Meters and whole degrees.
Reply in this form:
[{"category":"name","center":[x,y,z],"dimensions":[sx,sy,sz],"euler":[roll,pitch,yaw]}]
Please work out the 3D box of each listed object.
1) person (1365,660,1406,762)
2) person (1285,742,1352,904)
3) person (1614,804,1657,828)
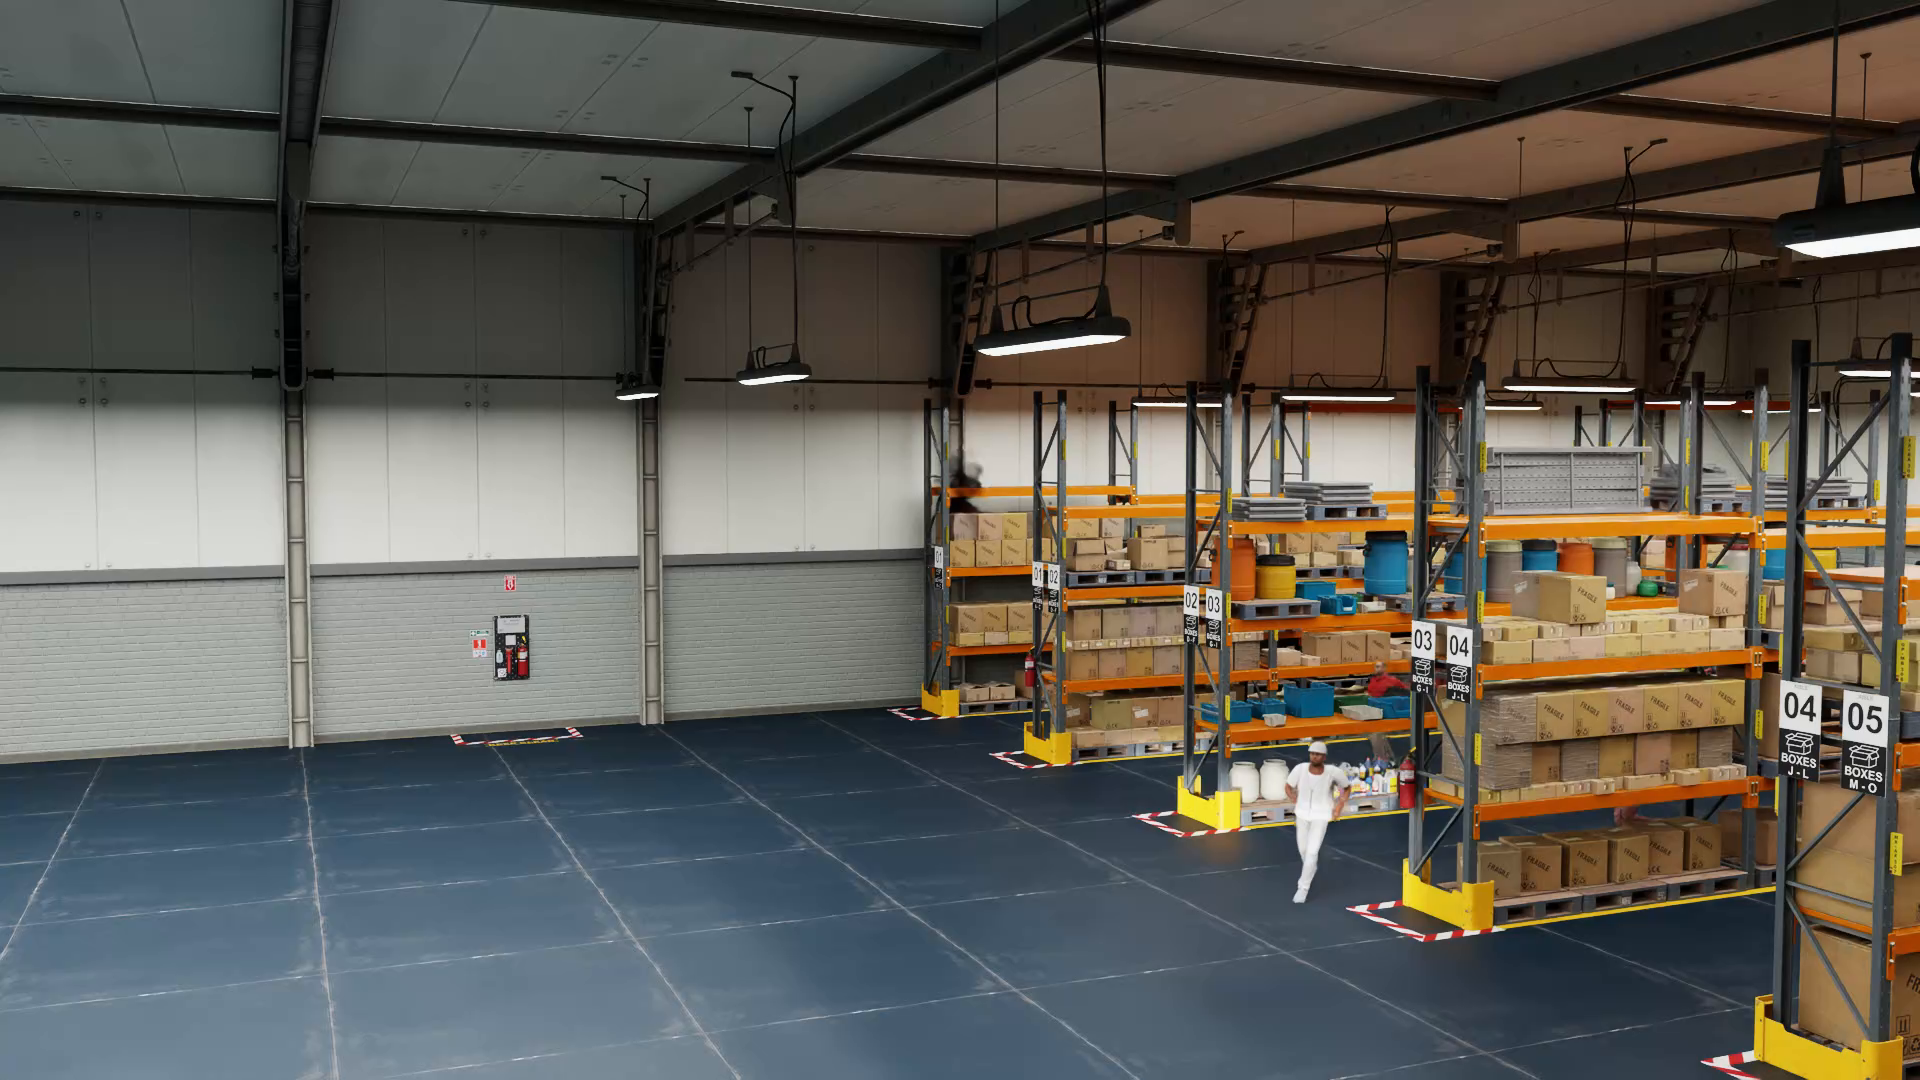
[{"category":"person","center":[6.627,2.784,26.233],"dimensions":[0.705,1.766,0.665],"euler":[-2,4,-27]},{"category":"person","center":[4.042,3.168,18.922],"dimensions":[0.724,1.790,0.889],"euler":[2,4,31]},{"category":"person","center":[8.473,3.131,20.928],"dimensions":[0.622,1.626,0.575],"euler":[-2,4,-25]}]
